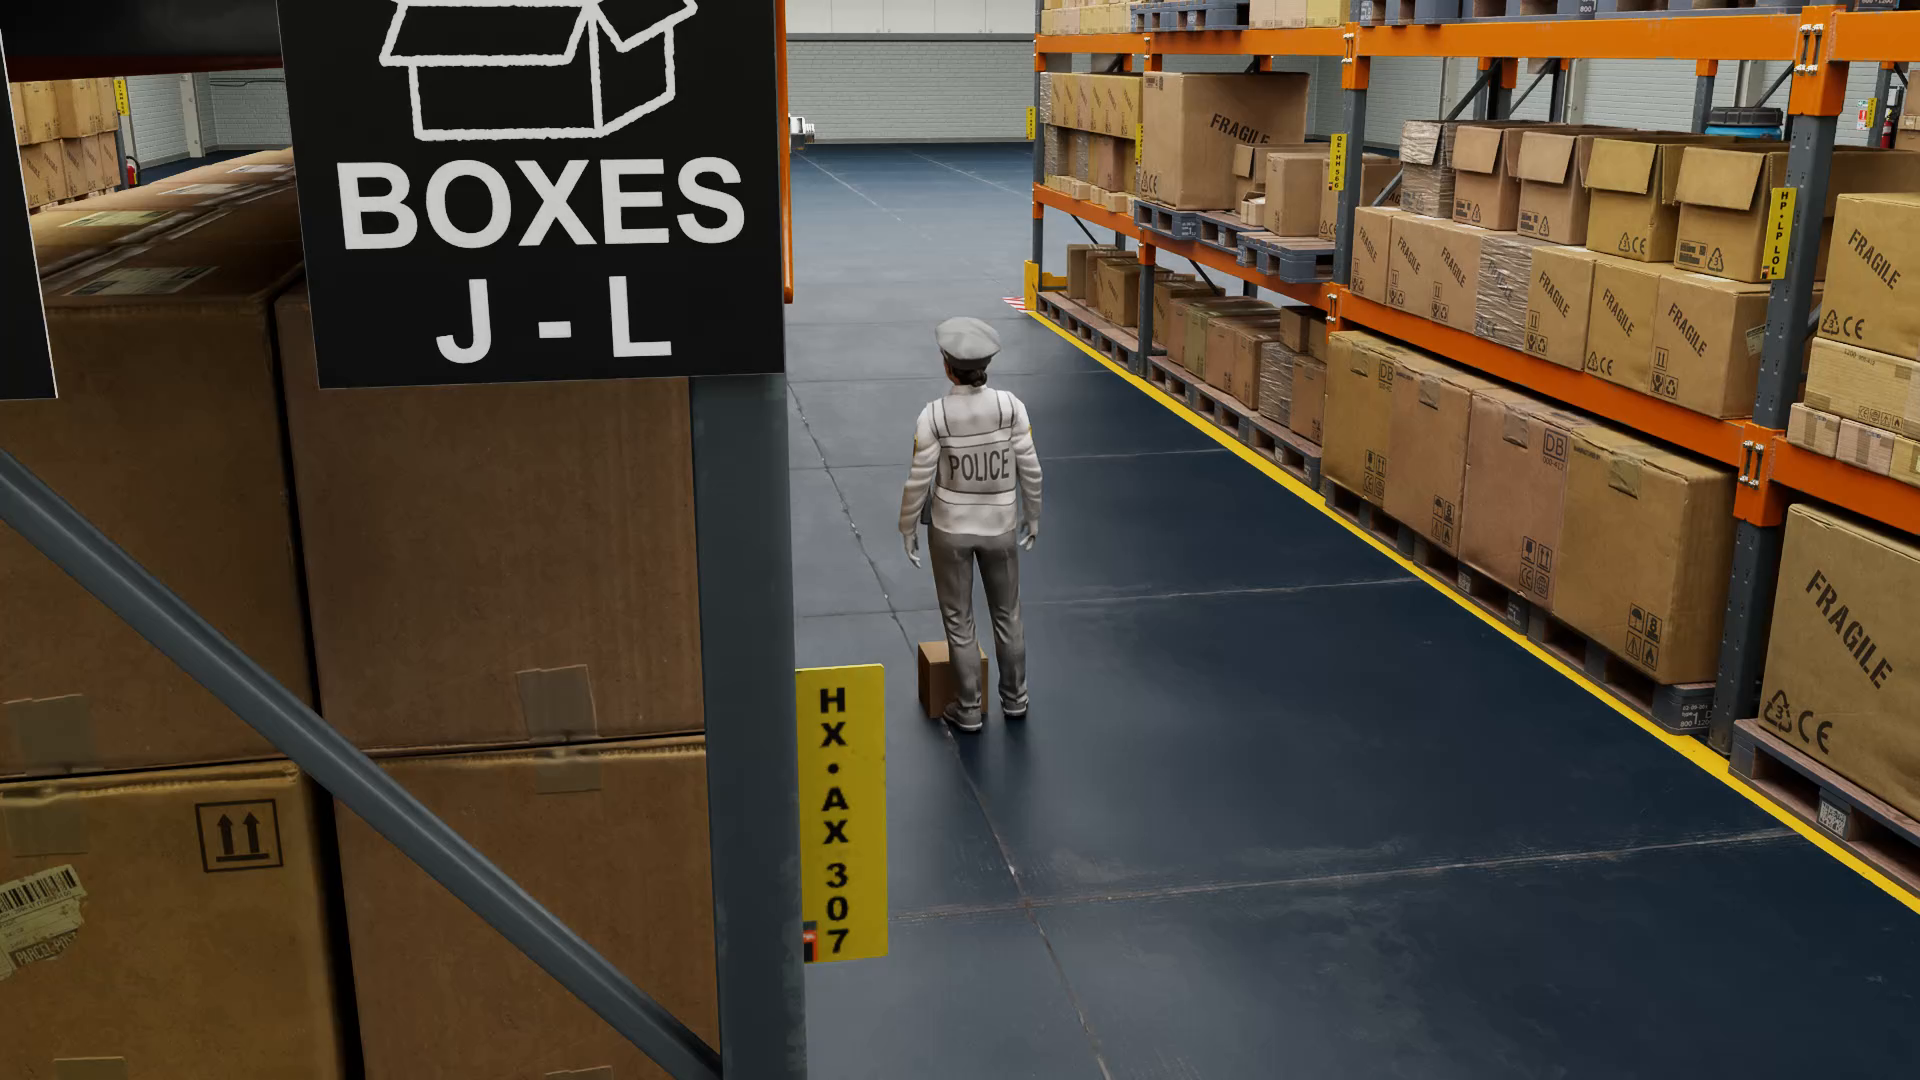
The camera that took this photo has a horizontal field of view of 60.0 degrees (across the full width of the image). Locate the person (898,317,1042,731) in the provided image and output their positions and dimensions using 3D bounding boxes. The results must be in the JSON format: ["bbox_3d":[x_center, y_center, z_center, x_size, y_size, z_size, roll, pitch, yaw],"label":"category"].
[{"bbox_3d":[0.037,-0.060,6.649,0.587,1.694,0.530,-3,17,-11],"label":"person"}]
